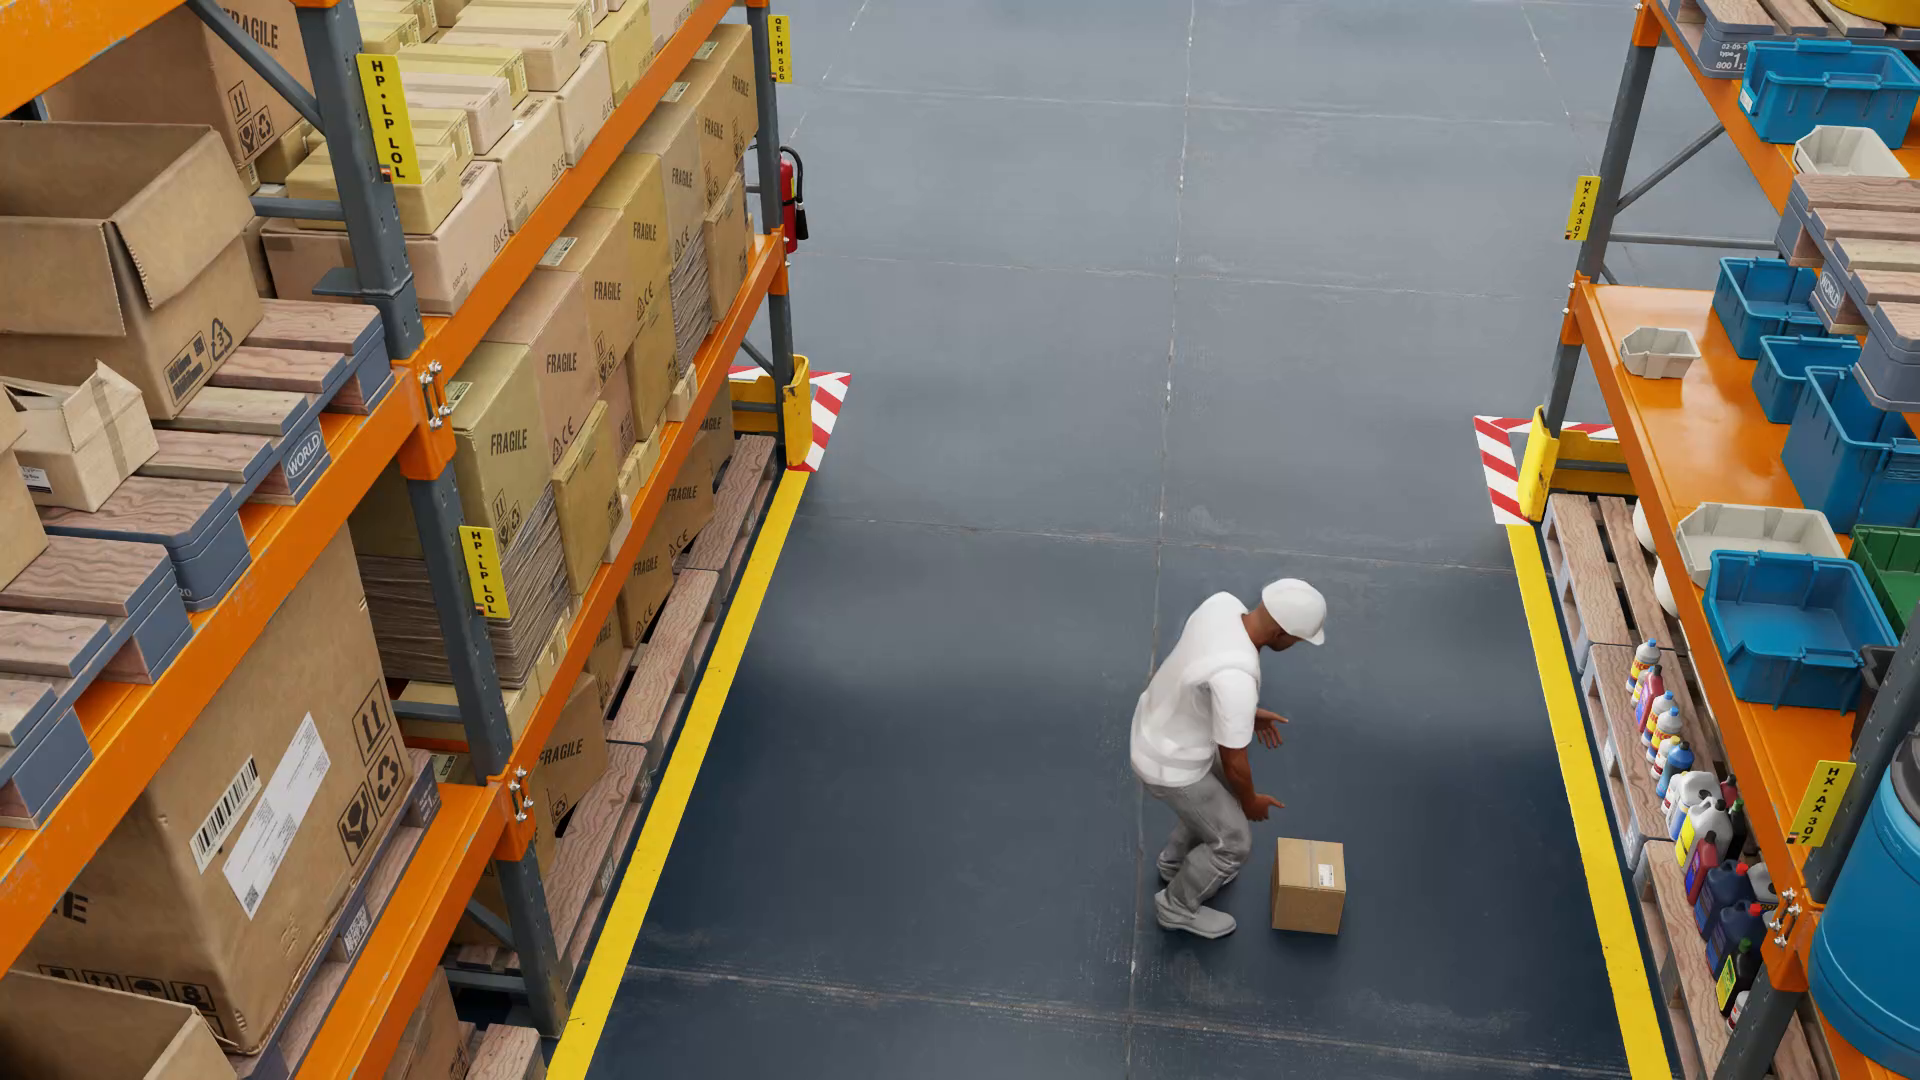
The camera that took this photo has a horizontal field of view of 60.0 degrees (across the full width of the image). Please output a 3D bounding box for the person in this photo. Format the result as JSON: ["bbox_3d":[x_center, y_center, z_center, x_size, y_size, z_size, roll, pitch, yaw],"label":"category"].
[{"bbox_3d":[0.948,0.764,6.136,0.644,1.568,0.622,5,36,6],"label":"person"}]
